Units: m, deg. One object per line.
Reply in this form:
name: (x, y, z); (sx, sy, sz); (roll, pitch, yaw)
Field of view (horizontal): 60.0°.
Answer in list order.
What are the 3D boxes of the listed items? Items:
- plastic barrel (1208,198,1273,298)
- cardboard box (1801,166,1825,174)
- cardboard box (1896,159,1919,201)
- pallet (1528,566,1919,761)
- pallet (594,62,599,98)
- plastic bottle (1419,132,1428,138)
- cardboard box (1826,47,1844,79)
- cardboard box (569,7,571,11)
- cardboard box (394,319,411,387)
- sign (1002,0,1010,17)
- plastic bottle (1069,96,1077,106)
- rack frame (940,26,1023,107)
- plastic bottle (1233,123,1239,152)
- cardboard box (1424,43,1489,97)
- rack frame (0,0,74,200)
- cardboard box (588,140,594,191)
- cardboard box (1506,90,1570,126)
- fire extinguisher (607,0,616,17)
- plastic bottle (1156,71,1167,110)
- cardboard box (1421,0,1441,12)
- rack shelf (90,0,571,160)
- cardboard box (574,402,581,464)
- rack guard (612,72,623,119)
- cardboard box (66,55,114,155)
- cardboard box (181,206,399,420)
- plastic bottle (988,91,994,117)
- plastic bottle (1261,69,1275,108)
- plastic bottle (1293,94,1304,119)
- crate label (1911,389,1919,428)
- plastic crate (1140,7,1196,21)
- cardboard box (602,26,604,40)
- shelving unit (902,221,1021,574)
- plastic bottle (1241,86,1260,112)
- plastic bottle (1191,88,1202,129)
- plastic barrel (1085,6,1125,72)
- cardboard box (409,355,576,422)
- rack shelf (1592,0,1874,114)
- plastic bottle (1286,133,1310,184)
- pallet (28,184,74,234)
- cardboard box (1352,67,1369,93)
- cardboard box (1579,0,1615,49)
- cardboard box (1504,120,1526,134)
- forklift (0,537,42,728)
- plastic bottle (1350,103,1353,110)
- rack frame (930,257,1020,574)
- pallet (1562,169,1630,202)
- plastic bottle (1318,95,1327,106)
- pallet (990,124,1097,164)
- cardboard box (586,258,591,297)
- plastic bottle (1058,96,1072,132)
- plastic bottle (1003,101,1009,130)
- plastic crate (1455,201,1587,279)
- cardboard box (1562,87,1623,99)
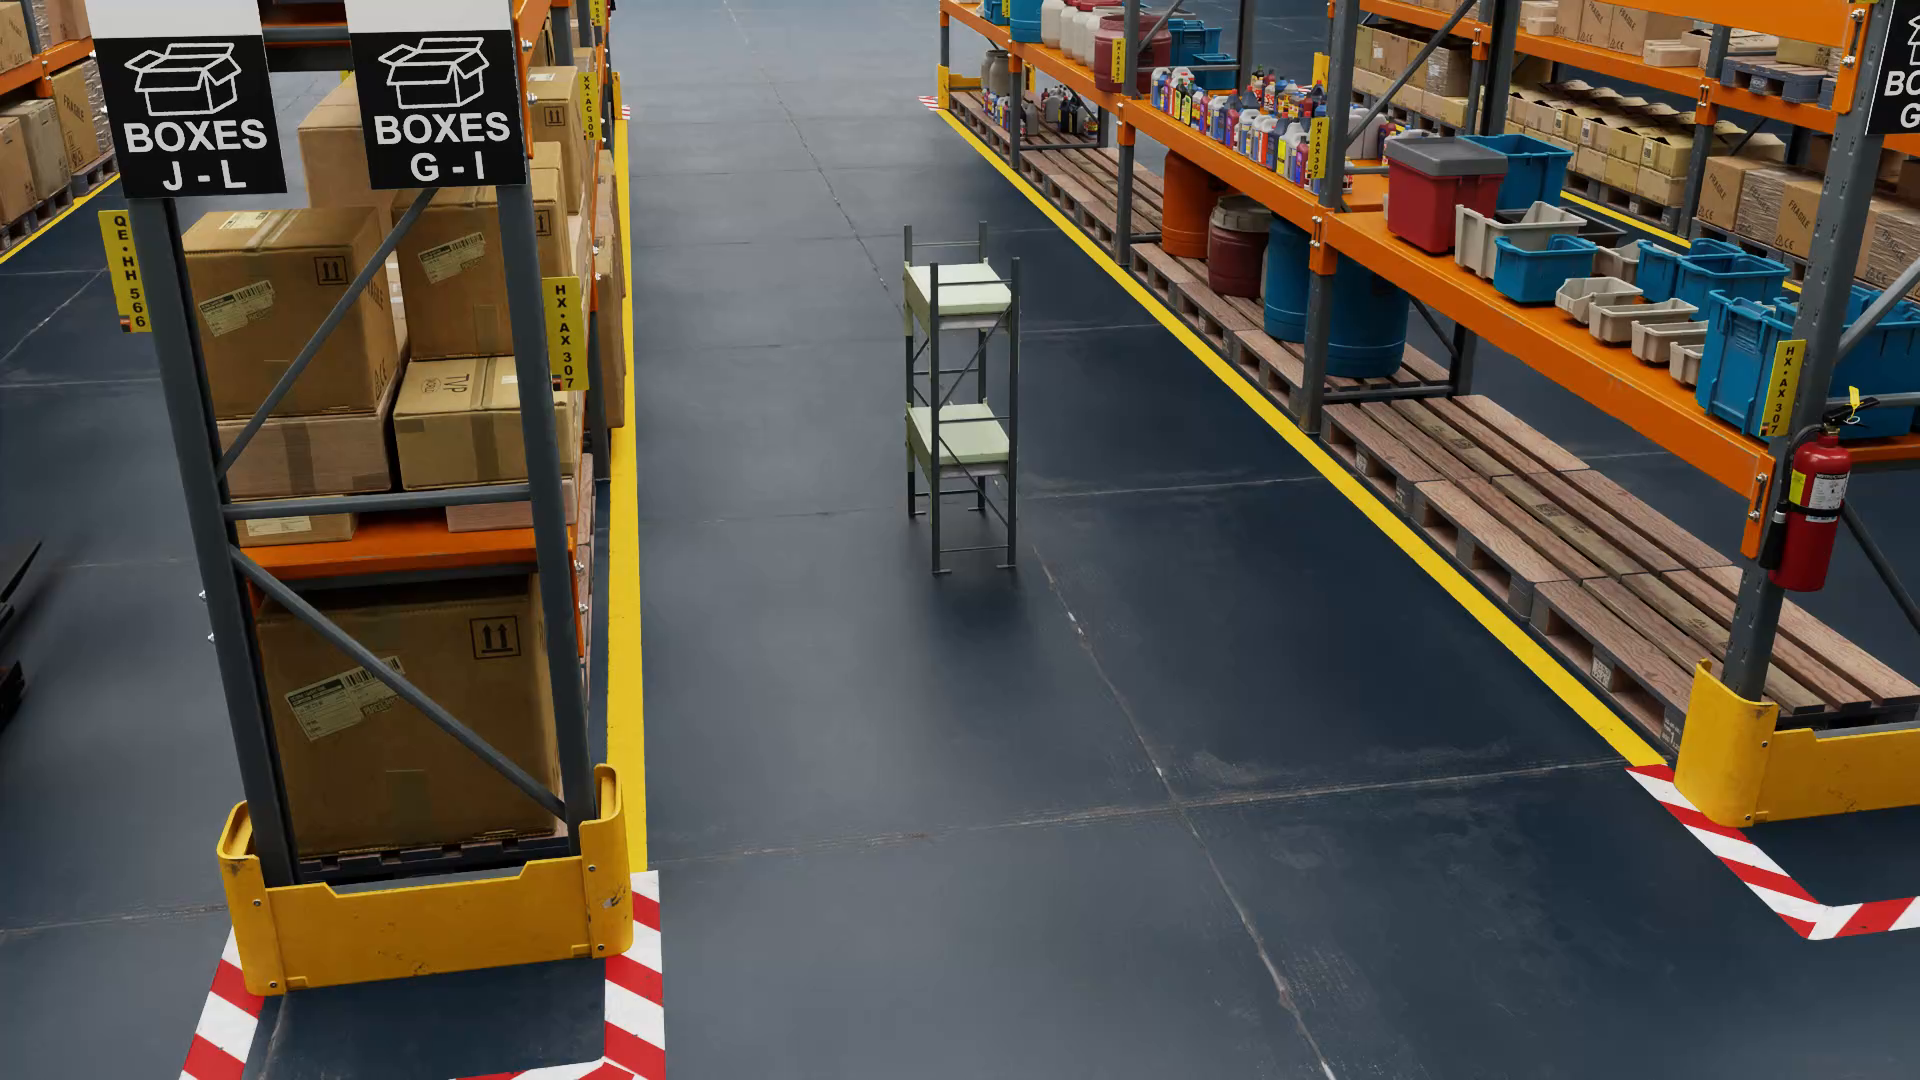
plastic barrel: (2.060, -2.065, 11.718); (0.600, 0.588, 0.708); (-4, 24, -10)
cardboard box: (7.016, -2.684, 13.220); (0.500, 0.500, 0.500); (-3, 24, -8)
cardboard box: (7.224, -2.603, 12.100); (0.500, 0.250, 0.500); (-5, 24, -11)
pallet: (3.109, 0.484, 6.877); (1.003, 0.211, 1.213); (-4, 24, -10)
pallet: (-3.360, -3.431, 12.597); (1.213, 0.211, 1.003); (-4, 24, -10)
plastic bottle: (2.753, -2.291, 9.909); (0.097, 0.271, 0.097); (0, 24, 0)
cardboard box: (6.821, -3.603, 12.102); (0.700, 0.500, 0.500); (0, 24, 0)
cardboard box: (-3.004, -3.463, 11.053); (0.797, 0.503, 0.637); (-3, 24, -8)
cardboard box: (-2.088, -0.538, 5.549); (0.500, 0.250, 0.500); (-5, 24, -11)
sign: (0.462, -5.277, 16.238); (0.100, 0.325, 0.005); (-4, 24, -10)
plastic bottle: (1.228, -4.596, 17.786); (0.144, 0.351, 0.185); (-5, 24, -12)
rack frame: (0.265, -6.760, 19.979); (1.000, 3.000, 0.127); (-4, 24, -10)
plastic bottle: (1.816, -2.609, 10.725); (0.097, 0.201, 0.097); (0, 24, 0)
cardboard box: (5.492, -5.191, 18.362); (0.500, 0.500, 0.500); (-4, 24, -10)
rack frame: (-8.756, -4.492, 14.788); (1.000, 3.000, 0.127); (-4, 24, -10)
cardboard box: (-2.409, -2.313, 9.673); (0.500, 0.500, 0.500); (-5, 24, -11)
cardboard box: (5.792, -4.362, 16.701); (0.500, 0.311, 0.500); (-5, 24, -10)
fire extinguisher: (-4.171, -6.437, 19.337); (0.296, 0.674, 0.183); (-4, 24, -10)
plastic bottle: (1.501, -3.312, 12.247); (0.097, 0.271, 0.097); (0, 24, 0)
cardboard box: (5.592, -6.176, 18.518); (0.700, 0.500, 0.500); (-4, 24, -9)
rack shelf: (-2.014, -1.931, 6.075); (1.077, 0.370, 4.000); (-4, 24, -10)
cardboard box: (-1.482, -0.350, 5.618); (0.380, 0.149, 0.250); (-5, 24, -11)
rack guard: (-4.589, -5.218, 19.572); (1.175, 0.500, 0.348); (-4, 24, -10)
cardboard box: (-8.974, -4.318, 16.519); (0.875, 0.875, 0.875); (-4, 24, -9)
cardboard box: (-1.992, -0.683, 4.945); (0.500, 0.500, 0.500); (-4, 24, -9)
plastic bottle: (0.357, -4.840, 18.443); (0.097, 0.271, 0.097); (0, 24, 0)
plastic bottle: (2.281, -3.341, 12.298); (0.061, 0.283, 0.133); (-4, 24, -10)
plastic bottle: (2.392, -3.027, 11.681); (0.097, 0.201, 0.097); (0, 24, 0)
crate label: (3.501, -0.538, 5.869); (0.416, 0.233, 0.303); (-4, 24, -10)
plastic crate: (1.746, -4.300, 14.269); (0.402, 0.464, 0.583); (-4, 24, -10)
cardboard box: (-3.641, -4.911, 16.060); (0.380, 0.149, 0.250); (-4, 24, -10)
shelving unit: (-0.001, -0.690, 7.956); (0.431, 1.500, 0.755); (-4, 24, -10)
plastic bottle: (1.913, -2.852, 11.093); (0.144, 0.351, 0.185); (-4, 24, -10)
plastic bottle: (1.654, -2.987, 11.502); (0.097, 0.271, 0.097); (0, 24, 0)
plastic barrel: (1.266, -4.219, 14.022); (0.421, 0.512, 0.421); (0, 24, 0)
cardboard box: (-1.570, -0.580, 5.646); (0.500, 0.250, 0.500); (-5, 24, -10)
rack shelf: (2.854, -2.298, 6.915); (1.077, 0.370, 4.000); (-4, 24, -10)
plastic bottle: (2.026, -2.258, 9.826); (0.152, 0.276, 0.135); (-4, 24, -10)
pallet: (-8.539, -2.917, 14.664); (1.003, 0.211, 1.213); (-4, 24, -10)
cardboard box: (5.110, -5.633, 20.311); (0.500, 0.250, 0.500); (-4, 24, -10)
cardboard box: (6.189, -4.890, 15.573); (0.500, 0.500, 0.500); (-4, 24, -10)
cardboard box: (5.797, -4.106, 16.813); (0.500, 0.250, 0.500); (-4, 24, -8)
forklift: (-4.290, -0.531, 5.804); (1.130, 2.935, 3.031); (-5, 24, -11)
plastic bottle: (2.546, -2.732, 10.919); (0.097, 0.271, 0.097); (0, 24, 0)
rack frame: (0.066, -0.546, 7.626); (0.400, 1.500, 0.023); (-4, 24, -10)
pallet: (6.277, -3.506, 16.013); (1.003, 0.211, 1.213); (-4, 24, -10)
plastic bottle: (2.449, -2.853, 11.180); (0.061, 0.283, 0.133); (-4, 24, -10)
pallet: (0.921, -4.176, 17.547); (1.003, 0.211, 1.213); (-4, 24, -10)
cardboard box: (-1.863, -1.159, 7.469); (0.380, 0.149, 0.250); (-4, 24, -9)
plastic bottle: (1.121, -4.511, 17.592); (0.144, 0.351, 0.185); (-4, 24, -10)
plastic bottle: (0.496, -4.512, 17.676); (0.061, 0.283, 0.133); (-3, 24, -6)
plastic crate: (2.585, -1.399, 7.777); (0.437, 0.282, 0.530); (-4, 24, -10)
cardboard box: (6.332, -4.399, 16.783); (0.500, 0.311, 0.500); (-4, 24, -8)
